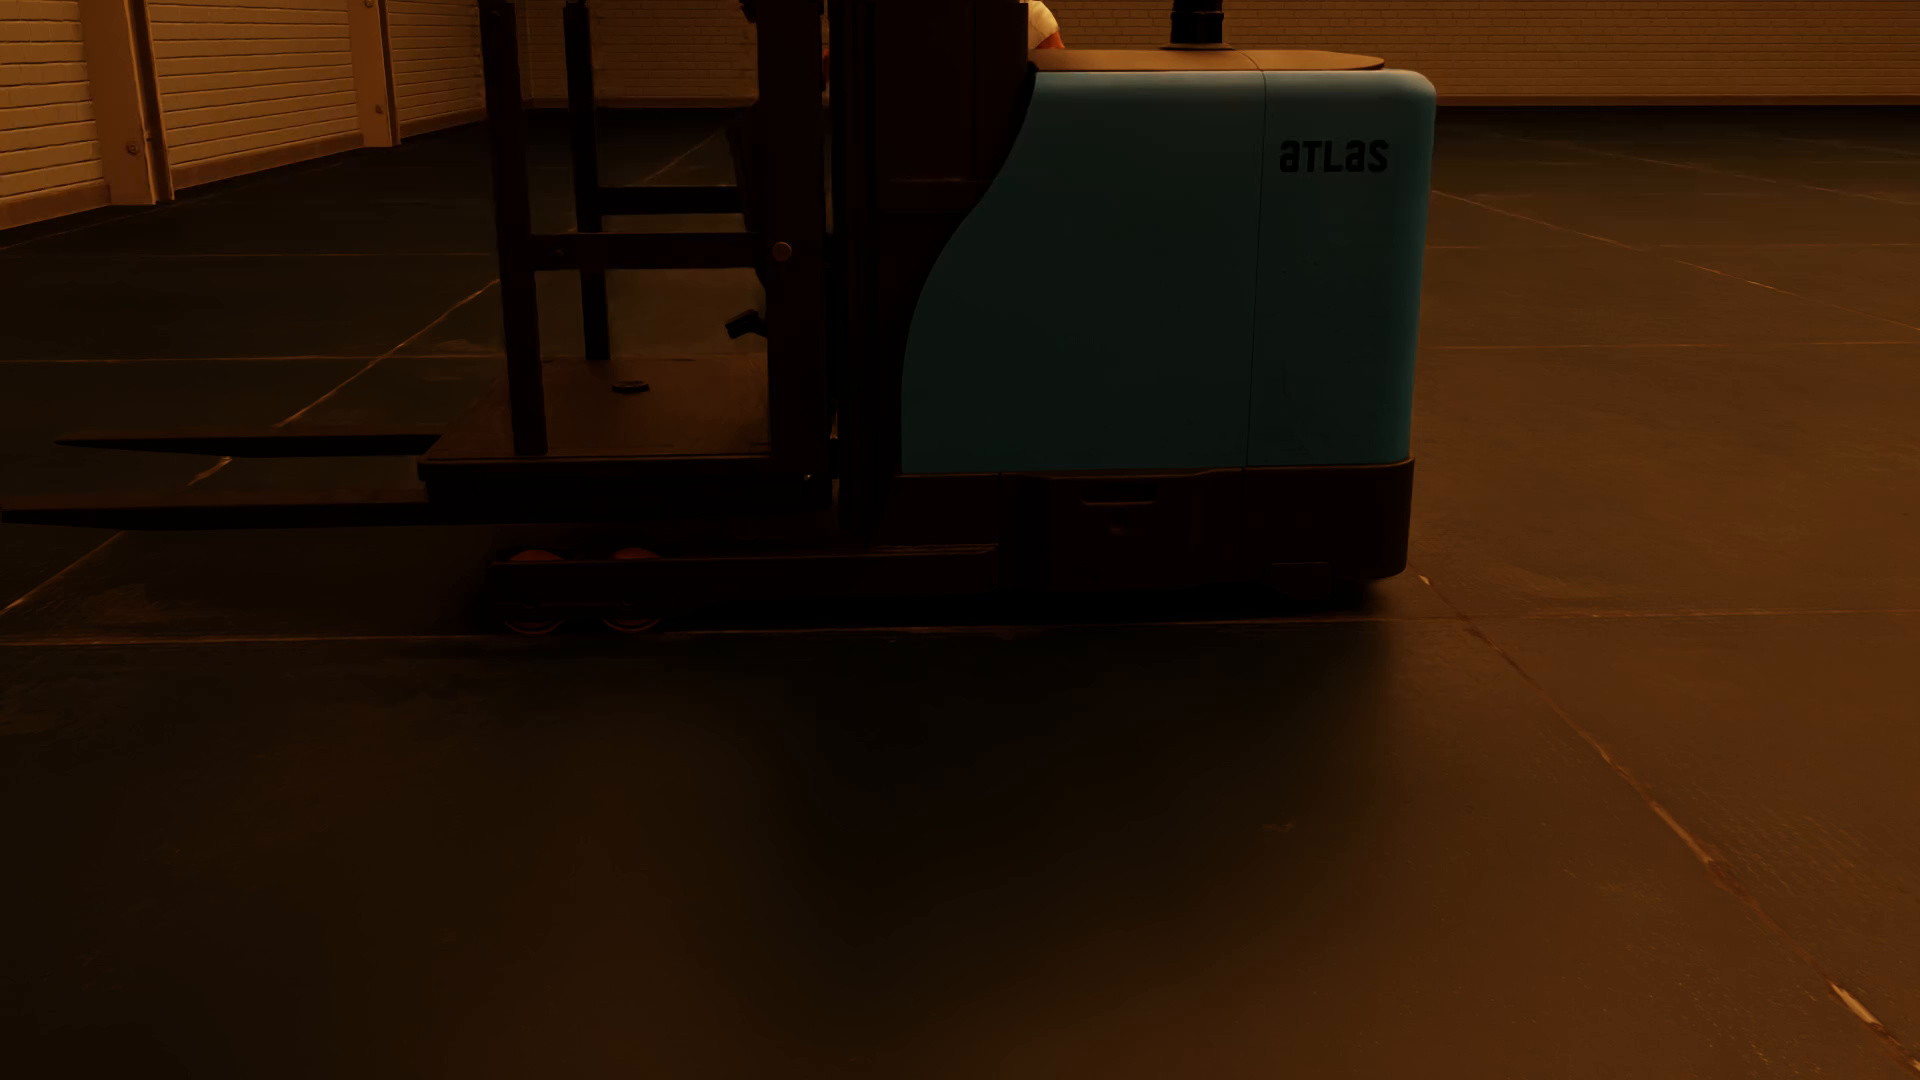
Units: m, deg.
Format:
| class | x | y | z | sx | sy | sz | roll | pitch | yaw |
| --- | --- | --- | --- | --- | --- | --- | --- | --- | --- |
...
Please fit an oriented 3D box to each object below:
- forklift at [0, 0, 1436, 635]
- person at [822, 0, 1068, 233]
| class | x | y | z | sx | sy | sz | roll | pitch | yaw |
| --- | --- | --- | --- | --- | --- | --- | --- | --- | --- |
| forklift | -0.606 | -1.374 | 3.398 | 3.031 | 2.935 | 1.130 | -1 | 17 | -4 |
| person | 0.023 | -1.463 | 6.186 | 1.151 | 1.706 | 0.563 | -6 | 18 | -19 |
